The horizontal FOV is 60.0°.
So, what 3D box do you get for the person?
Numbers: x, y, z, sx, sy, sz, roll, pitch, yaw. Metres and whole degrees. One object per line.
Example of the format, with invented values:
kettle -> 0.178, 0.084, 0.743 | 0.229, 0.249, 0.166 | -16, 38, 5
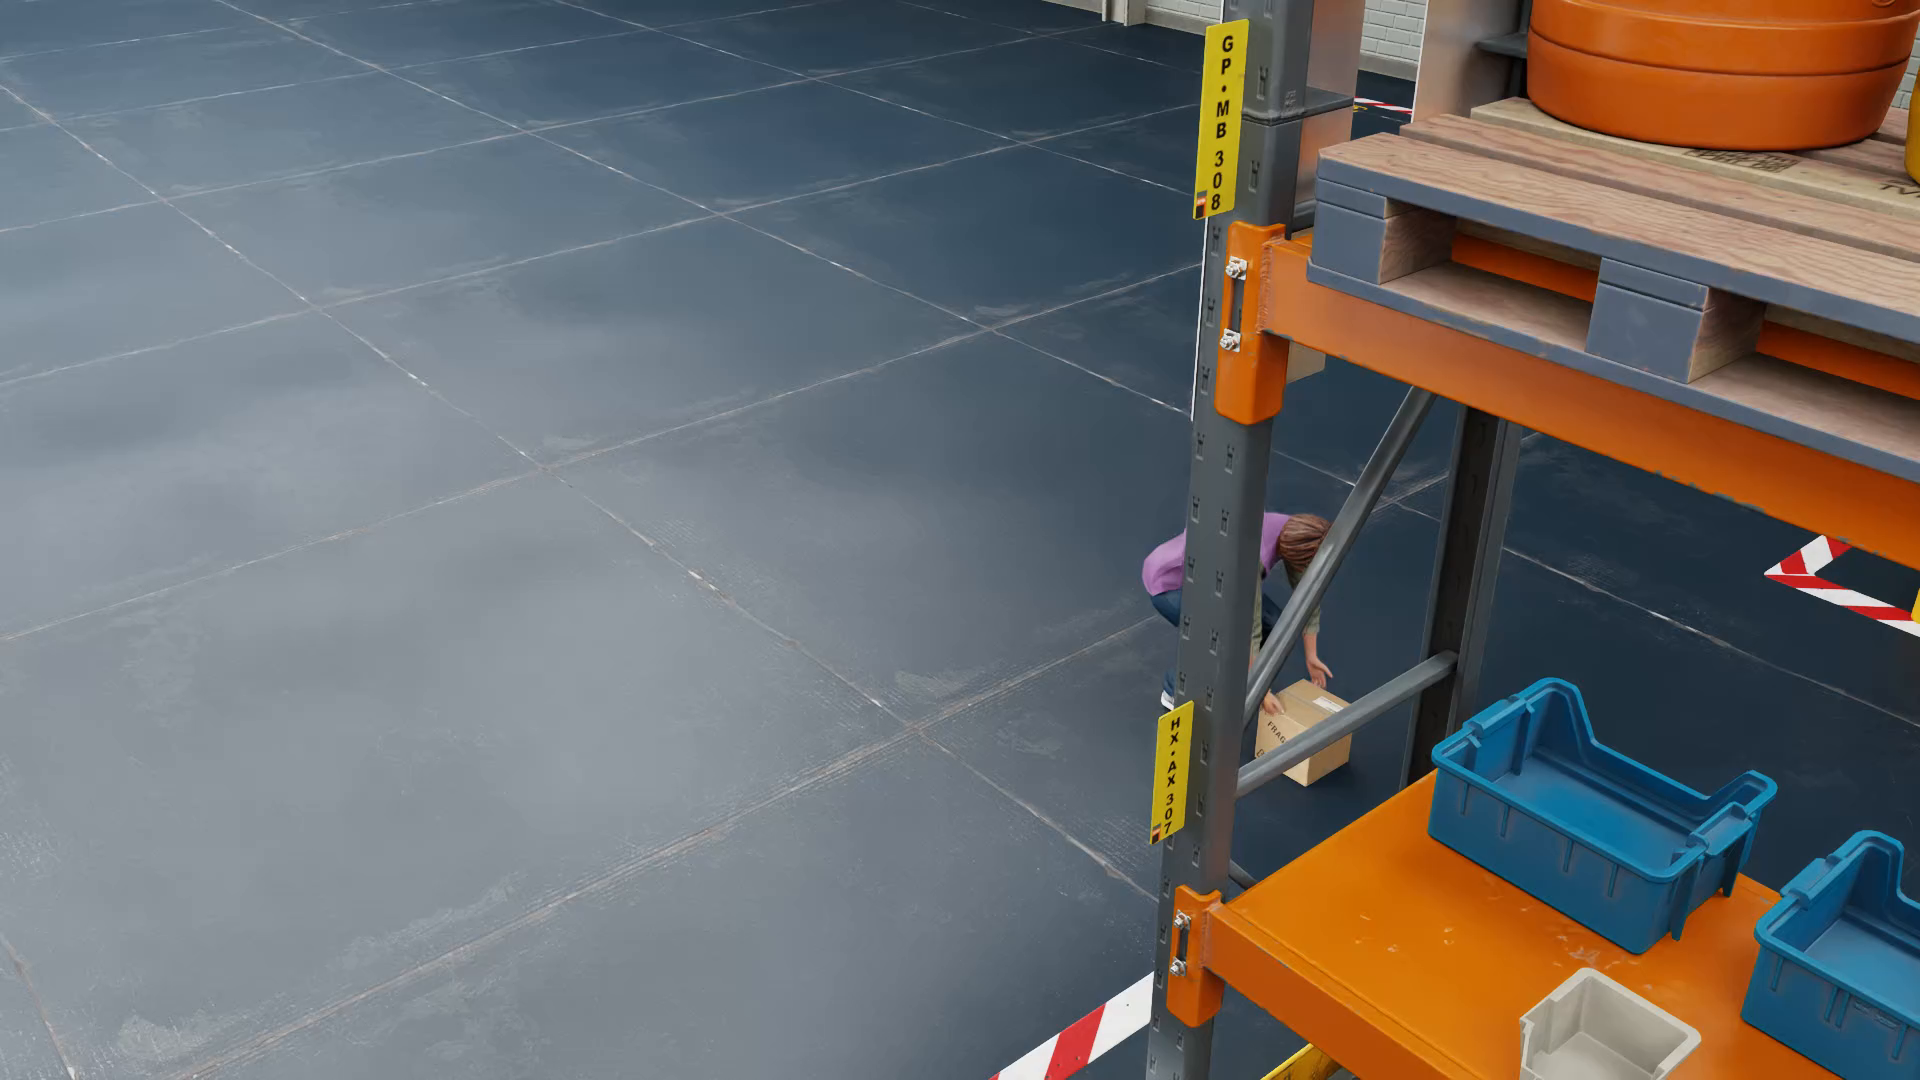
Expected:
person -> 1.055, 0.254, 6.322 | 0.453, 0.973, 0.780 | -22, 36, -35
